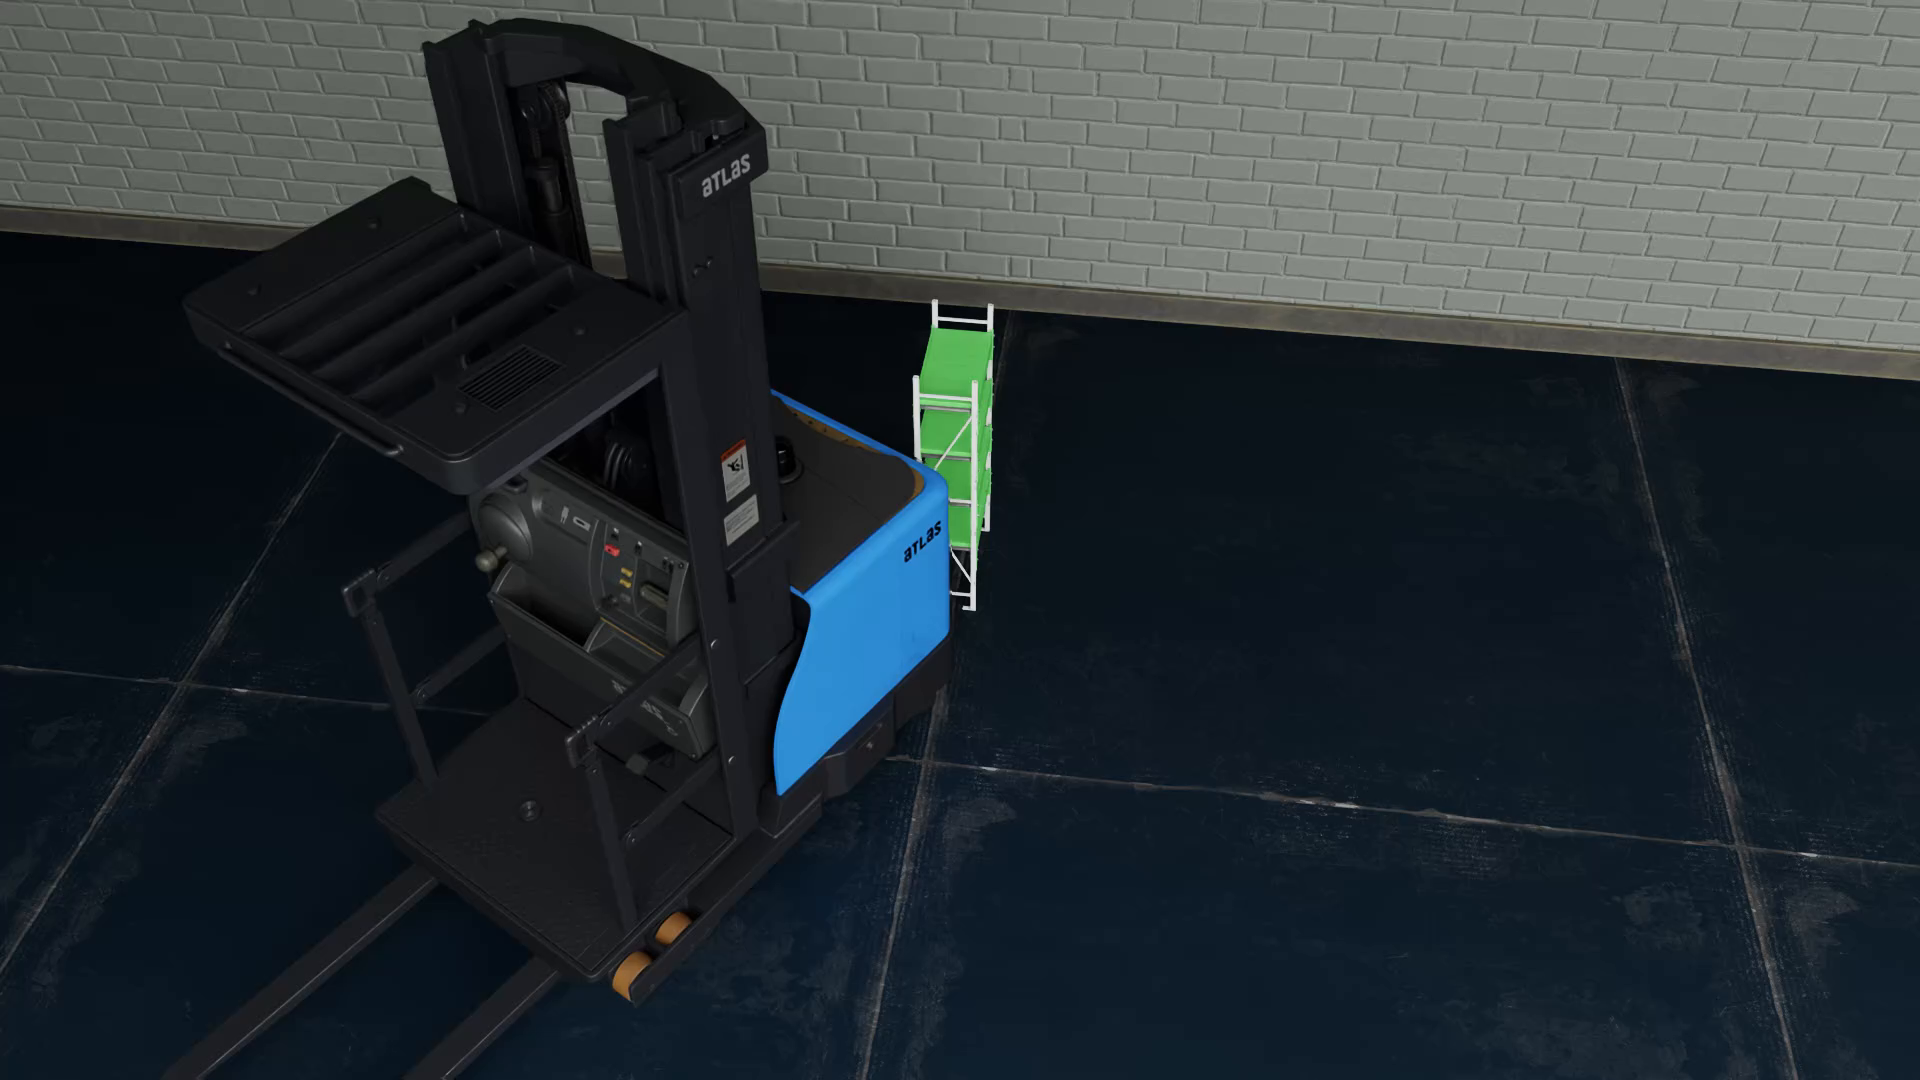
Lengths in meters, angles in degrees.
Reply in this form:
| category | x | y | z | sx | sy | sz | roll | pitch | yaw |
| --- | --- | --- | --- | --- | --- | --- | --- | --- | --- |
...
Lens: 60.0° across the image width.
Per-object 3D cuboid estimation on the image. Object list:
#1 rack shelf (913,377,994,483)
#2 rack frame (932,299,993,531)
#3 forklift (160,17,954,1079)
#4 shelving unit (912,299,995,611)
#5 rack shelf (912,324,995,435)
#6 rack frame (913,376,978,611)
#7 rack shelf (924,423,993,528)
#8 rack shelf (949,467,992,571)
| category | x | y | z | sx | sy | sz | roll | pitch | yaw |
| --- | --- | --- | --- | --- | --- | --- | --- | --- | --- |
| rack shelf | -0.022 | -0.451 | 6.597 | 0.258 | 0.148 | 0.480 | 5 | 44 | 6 |
| rack frame | 0.010 | -0.489 | 6.894 | 0.240 | 1.200 | 0.015 | 5 | 44 | 6 |
| forklift | -1.312 | 0.100 | 5.012 | 1.130 | 2.935 | 3.031 | 27 | 50 | 26 |
| shelving unit | -0.022 | -0.323 | 6.718 | 0.258 | 1.200 | 0.503 | 5 | 44 | 6 |
| rack shelf | -0.022 | -0.625 | 6.432 | 0.258 | 0.148 | 0.480 | 5 | 44 | 6 |
| rack frame | -0.054 | -0.157 | 6.543 | 0.240 | 1.200 | 0.015 | 5 | 44 | 6 |
| rack shelf | -0.022 | -0.276 | 6.762 | 0.258 | 0.148 | 0.480 | 5 | 44 | 6 |
| rack shelf | -0.022 | -0.102 | 6.927 | 0.258 | 0.148 | 0.480 | 5 | 44 | 6 |
